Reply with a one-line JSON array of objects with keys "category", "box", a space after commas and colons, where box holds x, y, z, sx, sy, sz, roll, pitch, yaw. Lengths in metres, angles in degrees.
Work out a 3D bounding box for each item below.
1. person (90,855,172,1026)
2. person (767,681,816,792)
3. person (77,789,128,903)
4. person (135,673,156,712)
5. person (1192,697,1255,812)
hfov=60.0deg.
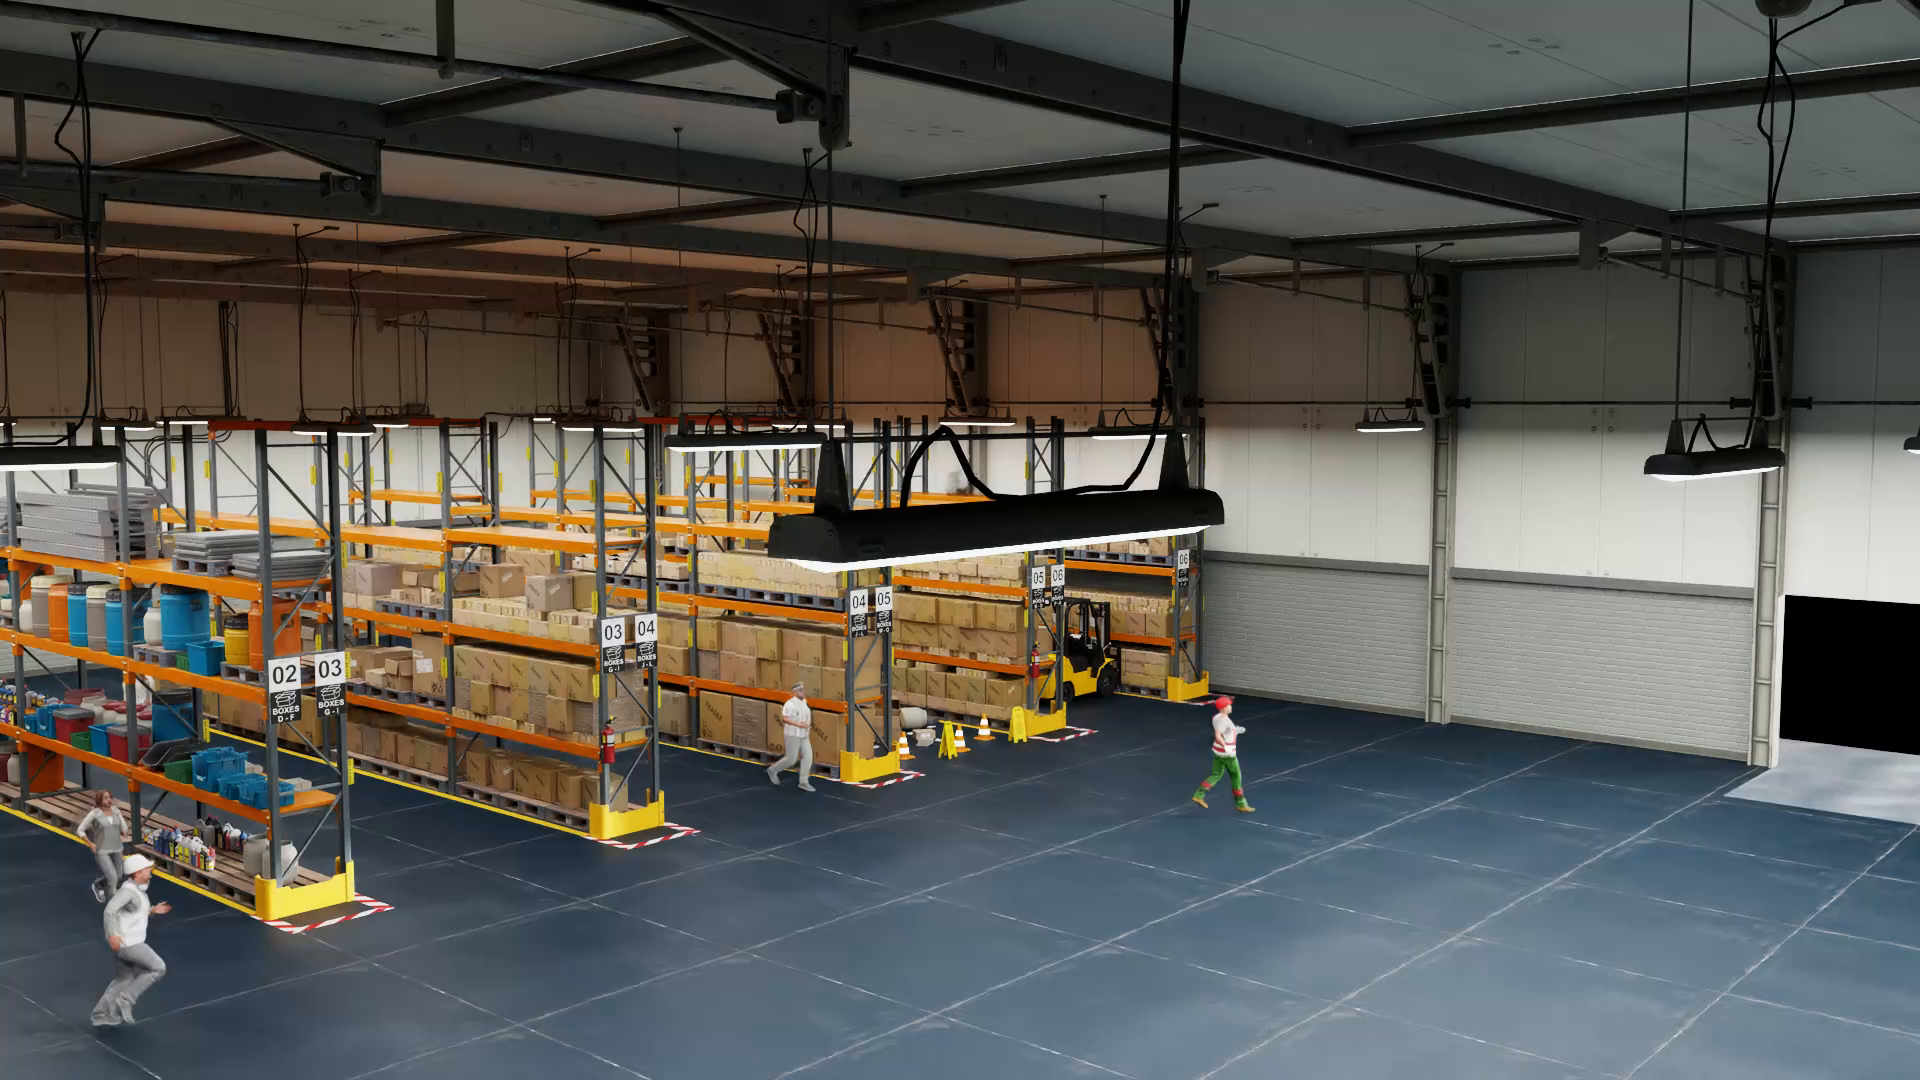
[{"category": "person", "box": [-8.412, 4.044, 16.855, 0.786, 1.704, 0.614, -3, 6, -31]}, {"category": "person", "box": [-2.681, 3.193, 27.236, 0.819, 1.785, 0.669, 3, 5, 30]}, {"category": "person", "box": [-10.512, 3.838, 20.460, 0.823, 1.569, 0.547, 3, 6, 32]}, {"category": "person", "box": [-14.394, 3.012, 29.365, 0.785, 1.737, 0.680, 3, 6, 32]}, {"category": "person", "box": [4.052, 3.287, 25.500, 0.991, 1.781, 0.659, -1, 5, -15]}]
